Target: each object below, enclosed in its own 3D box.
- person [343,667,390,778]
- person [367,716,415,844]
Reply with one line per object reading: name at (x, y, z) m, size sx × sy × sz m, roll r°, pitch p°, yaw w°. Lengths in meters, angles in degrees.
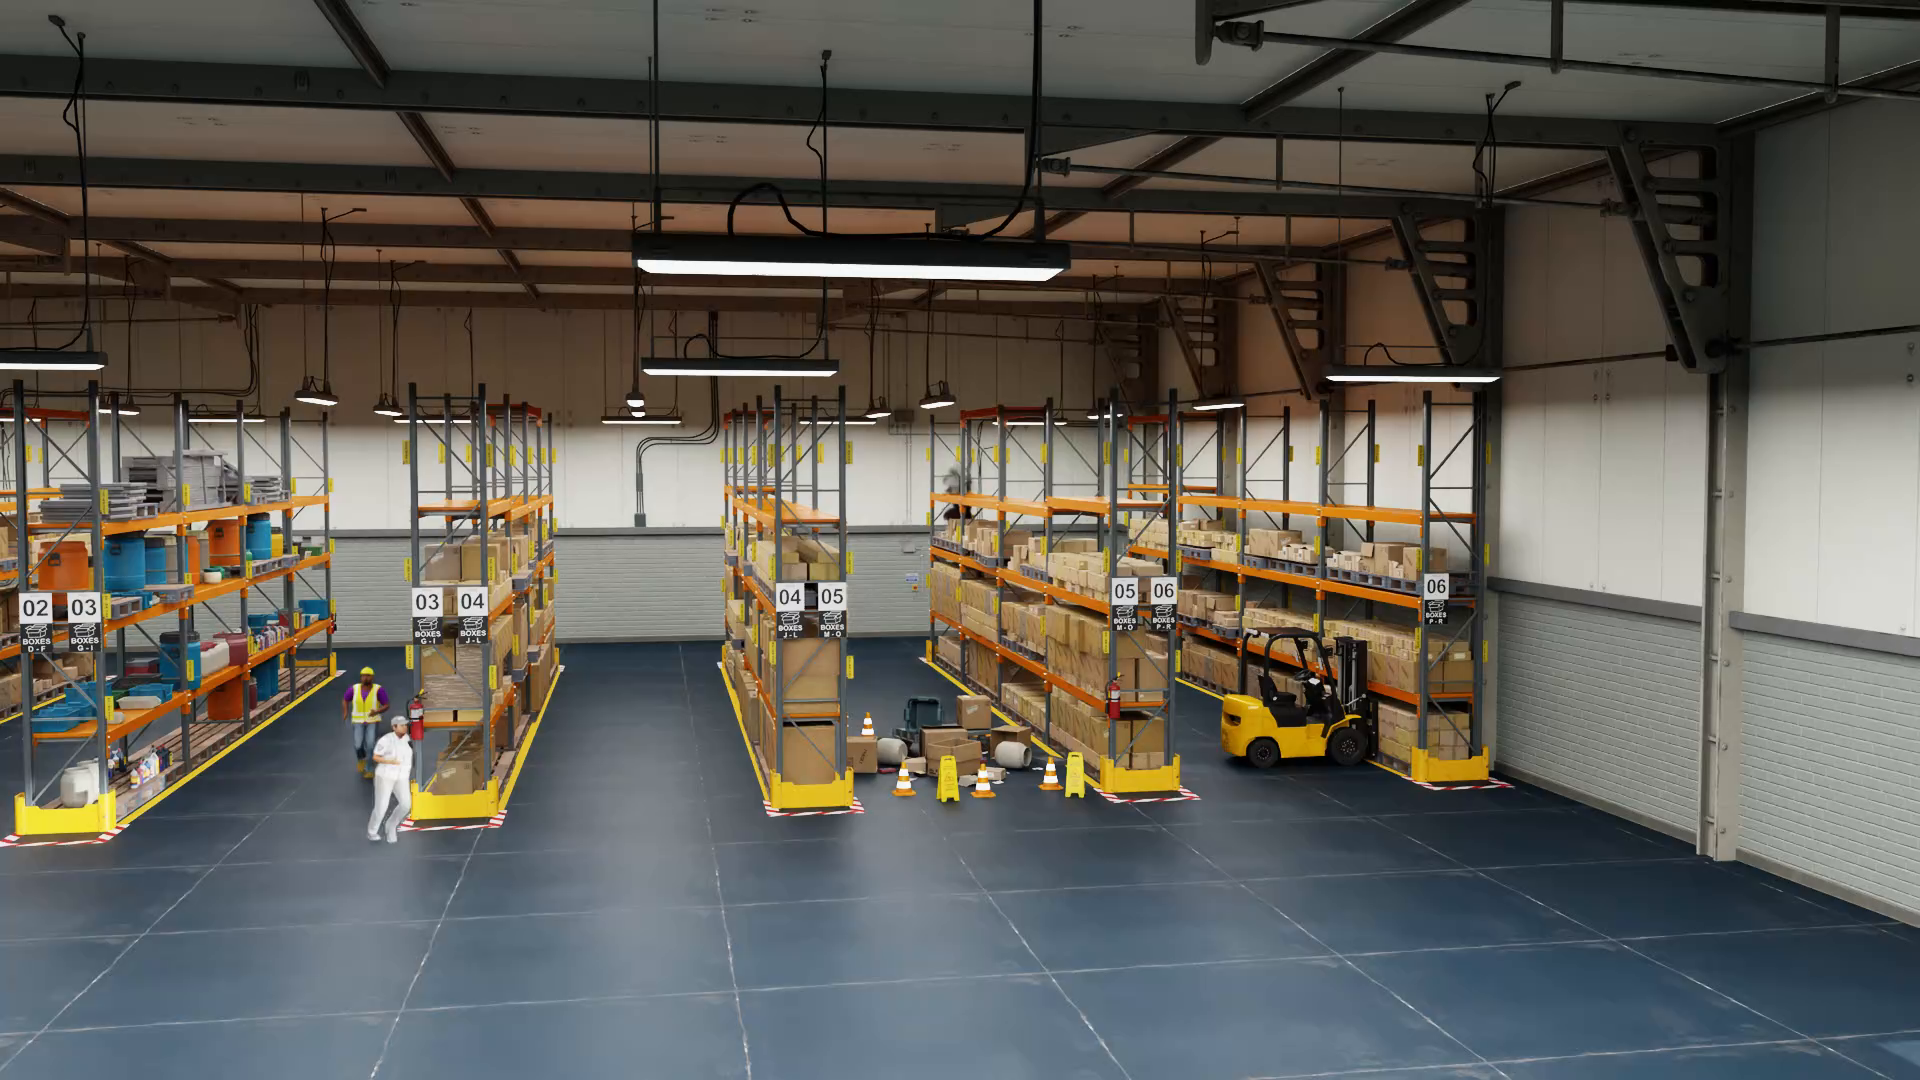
person at (-9.216, 2.834, 25.772) m, size 0.712 × 1.730 × 0.599 m, roll -1°, pitch 3°, yaw -14°
person at (-7.317, 3.109, 21.583) m, size 0.622 × 1.651 × 0.628 m, roll -3°, pitch 4°, yaw -45°
